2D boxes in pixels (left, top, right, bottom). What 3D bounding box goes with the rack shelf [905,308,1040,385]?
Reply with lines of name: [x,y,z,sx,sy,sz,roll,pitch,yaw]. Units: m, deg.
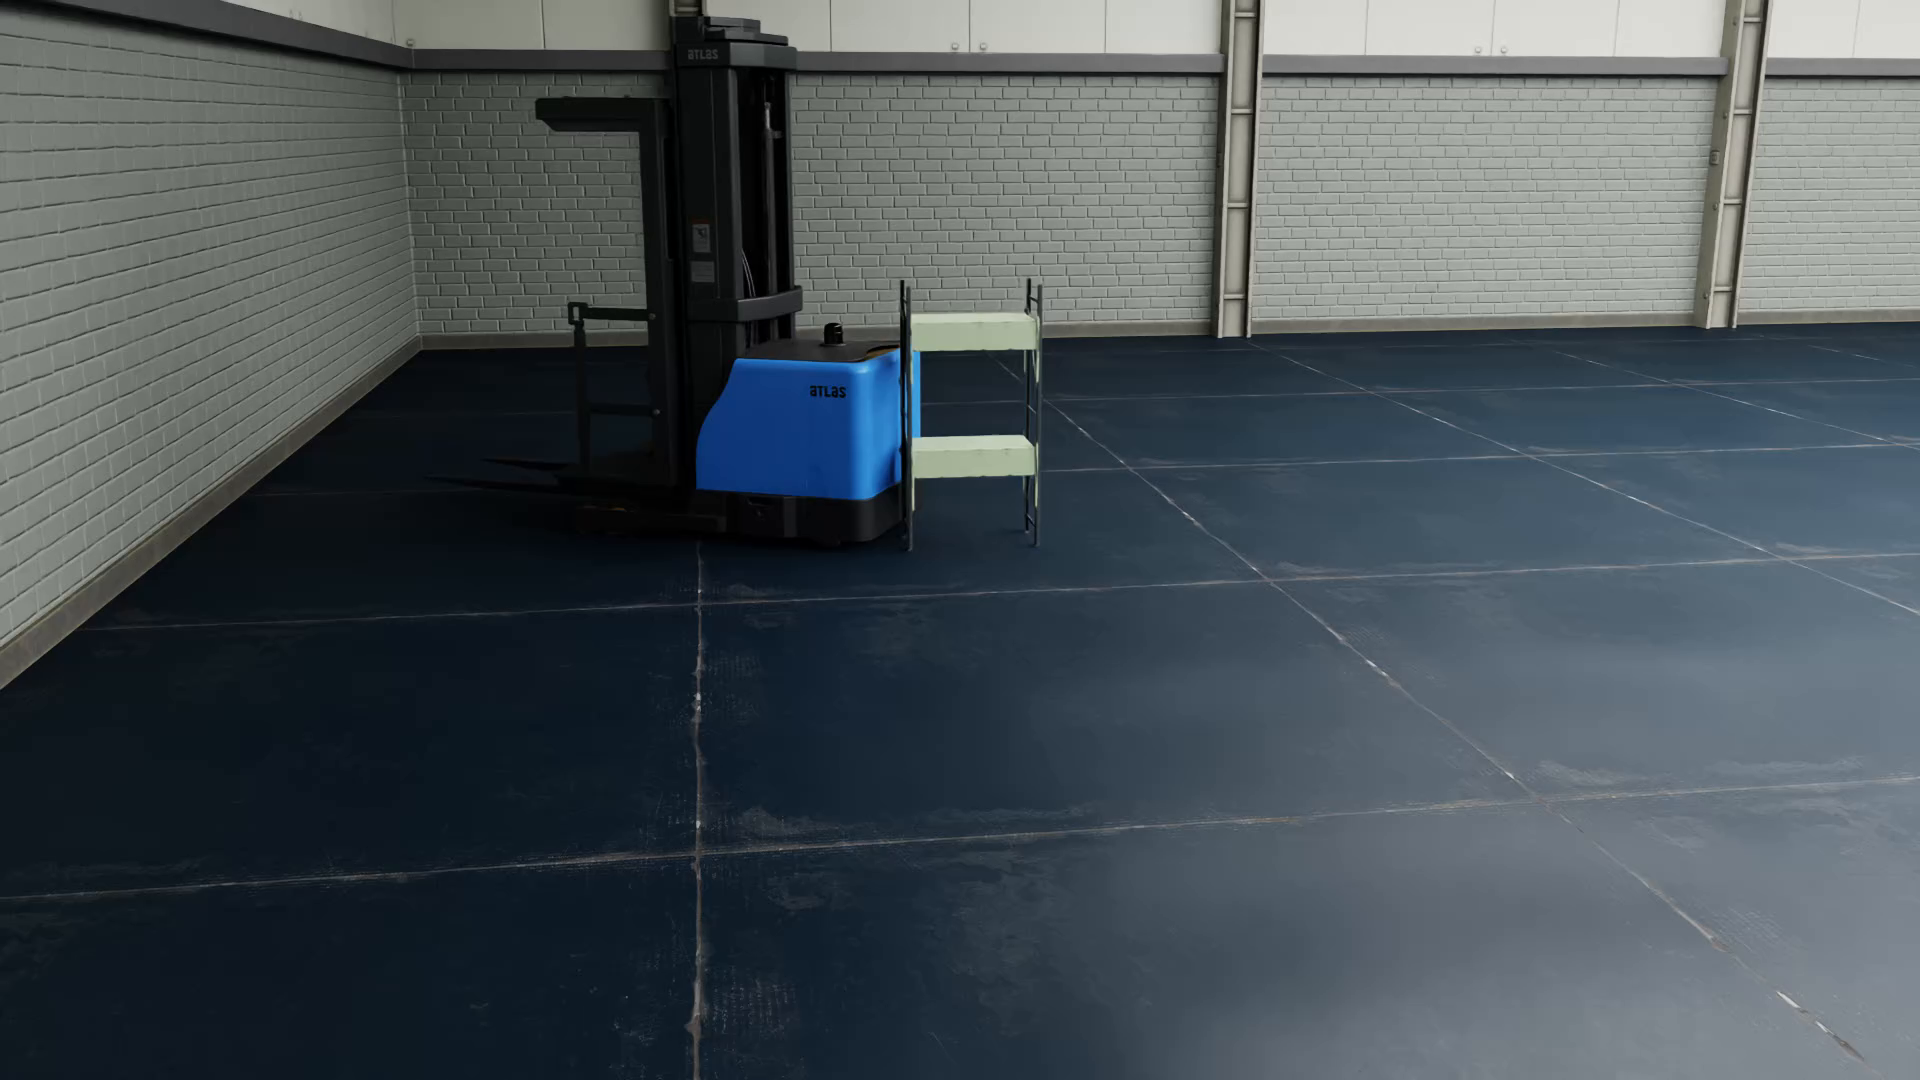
rack shelf: [0.057,-1.099,9.418,0.720,0.370,0.431,-2,14,-7]

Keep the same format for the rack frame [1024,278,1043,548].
rack frame: [0.420,-0.733,9.560,0.023,1.500,0.400,-2,14,-7]

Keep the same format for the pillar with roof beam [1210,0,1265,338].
pillar with roof beam: [3.739,-5.670,13.831,0.400,9.000,9.100,-2,14,-8]

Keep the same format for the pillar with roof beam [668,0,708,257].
pillar with roof beam: [-2.194,-5.453,12.964,0.400,9.000,9.100,-2,14,-8]

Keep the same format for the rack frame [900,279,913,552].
rack frame: [-0.306,-0.709,9.465,0.023,1.500,0.400,-2,14,-7]

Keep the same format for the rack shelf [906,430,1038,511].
rack shelf: [0.057,-0.405,9.592,0.720,0.370,0.431,-2,14,-7]

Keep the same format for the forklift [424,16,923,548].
forklift: [-1.802,-1.566,9.941,3.031,2.935,1.130,4,15,17]

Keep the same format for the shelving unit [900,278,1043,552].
shelving unit: [0.057,-0.721,9.513,0.755,1.500,0.431,-2,14,-7]

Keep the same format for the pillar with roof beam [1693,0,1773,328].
pillar with roof beam: [9.672,-5.887,14.698,0.400,9.000,9.100,-2,14,-8]
